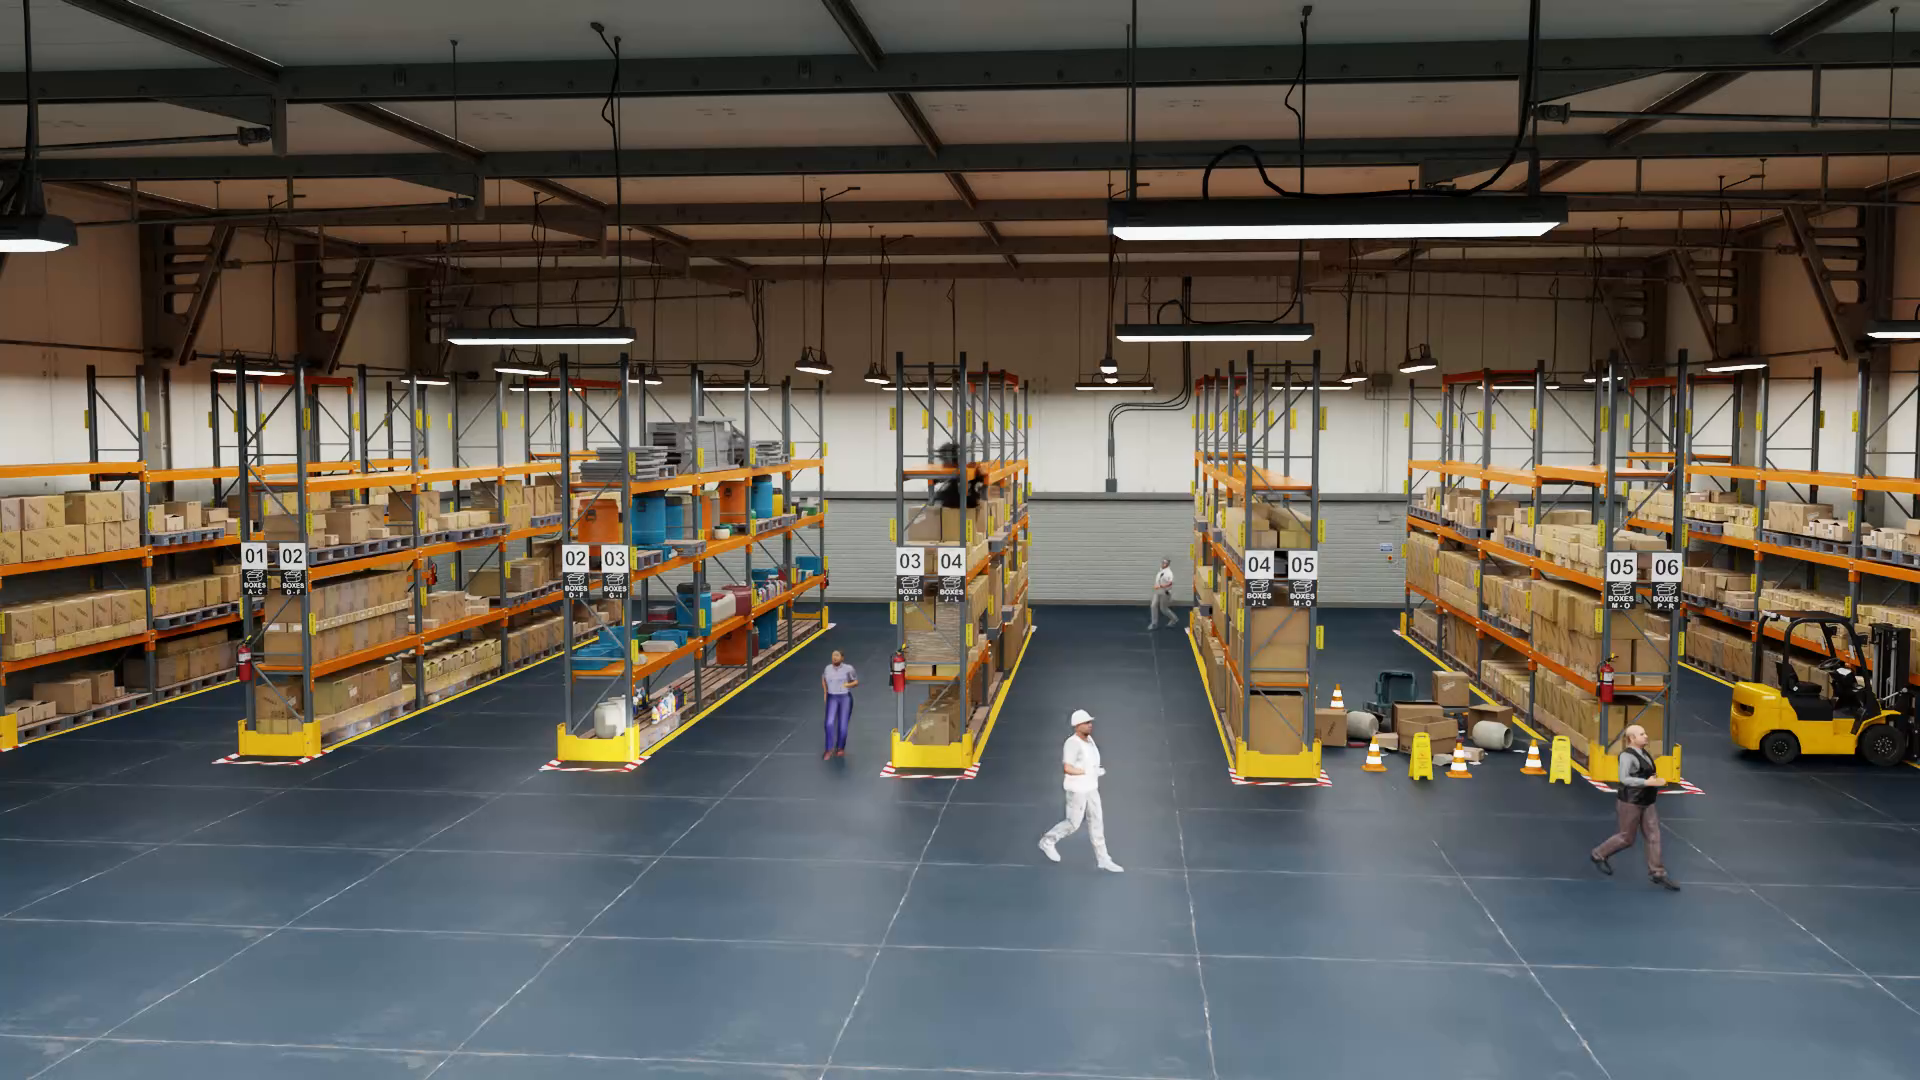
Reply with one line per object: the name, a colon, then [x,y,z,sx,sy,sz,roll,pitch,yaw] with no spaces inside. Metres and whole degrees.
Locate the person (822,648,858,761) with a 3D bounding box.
person: [-1.825,2.453,24.807,0.600,1.658,0.627,1,4,8]

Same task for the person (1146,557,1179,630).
person: [4.936,1.288,40.103,0.800,1.781,0.680,-2,4,-22]

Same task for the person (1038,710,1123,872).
person: [1.347,2.767,18.458,1.013,1.765,0.688,2,5,31]

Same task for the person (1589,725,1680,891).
person: [7.270,2.847,17.883,0.657,1.724,0.943,-4,5,-41]
